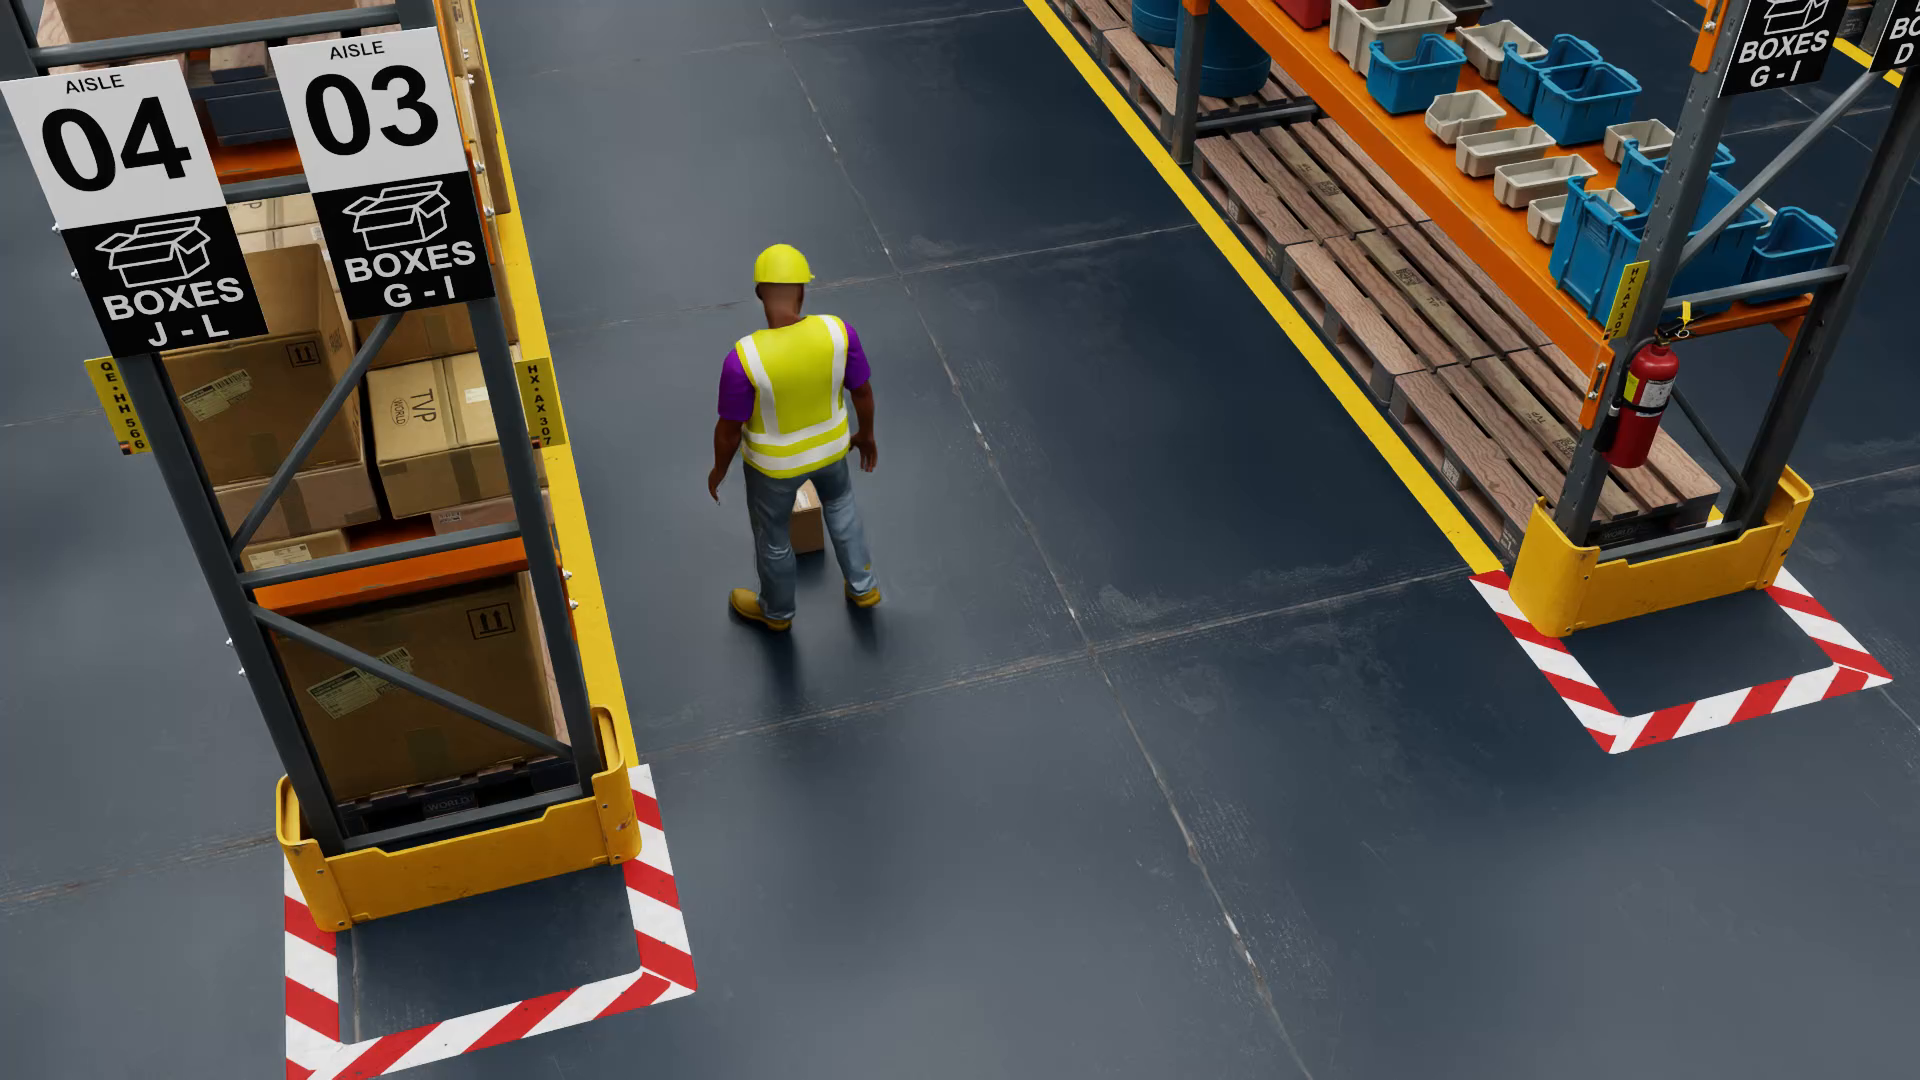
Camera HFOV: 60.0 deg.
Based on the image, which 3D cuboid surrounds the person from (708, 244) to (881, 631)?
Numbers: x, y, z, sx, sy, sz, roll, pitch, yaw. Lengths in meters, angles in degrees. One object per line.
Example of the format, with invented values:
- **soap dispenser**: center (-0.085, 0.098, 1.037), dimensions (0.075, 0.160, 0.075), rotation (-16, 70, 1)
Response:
- **person**: center (-0.663, -0.346, 6.511), dimensions (0.661, 1.758, 0.464), rotation (-23, 47, -23)
